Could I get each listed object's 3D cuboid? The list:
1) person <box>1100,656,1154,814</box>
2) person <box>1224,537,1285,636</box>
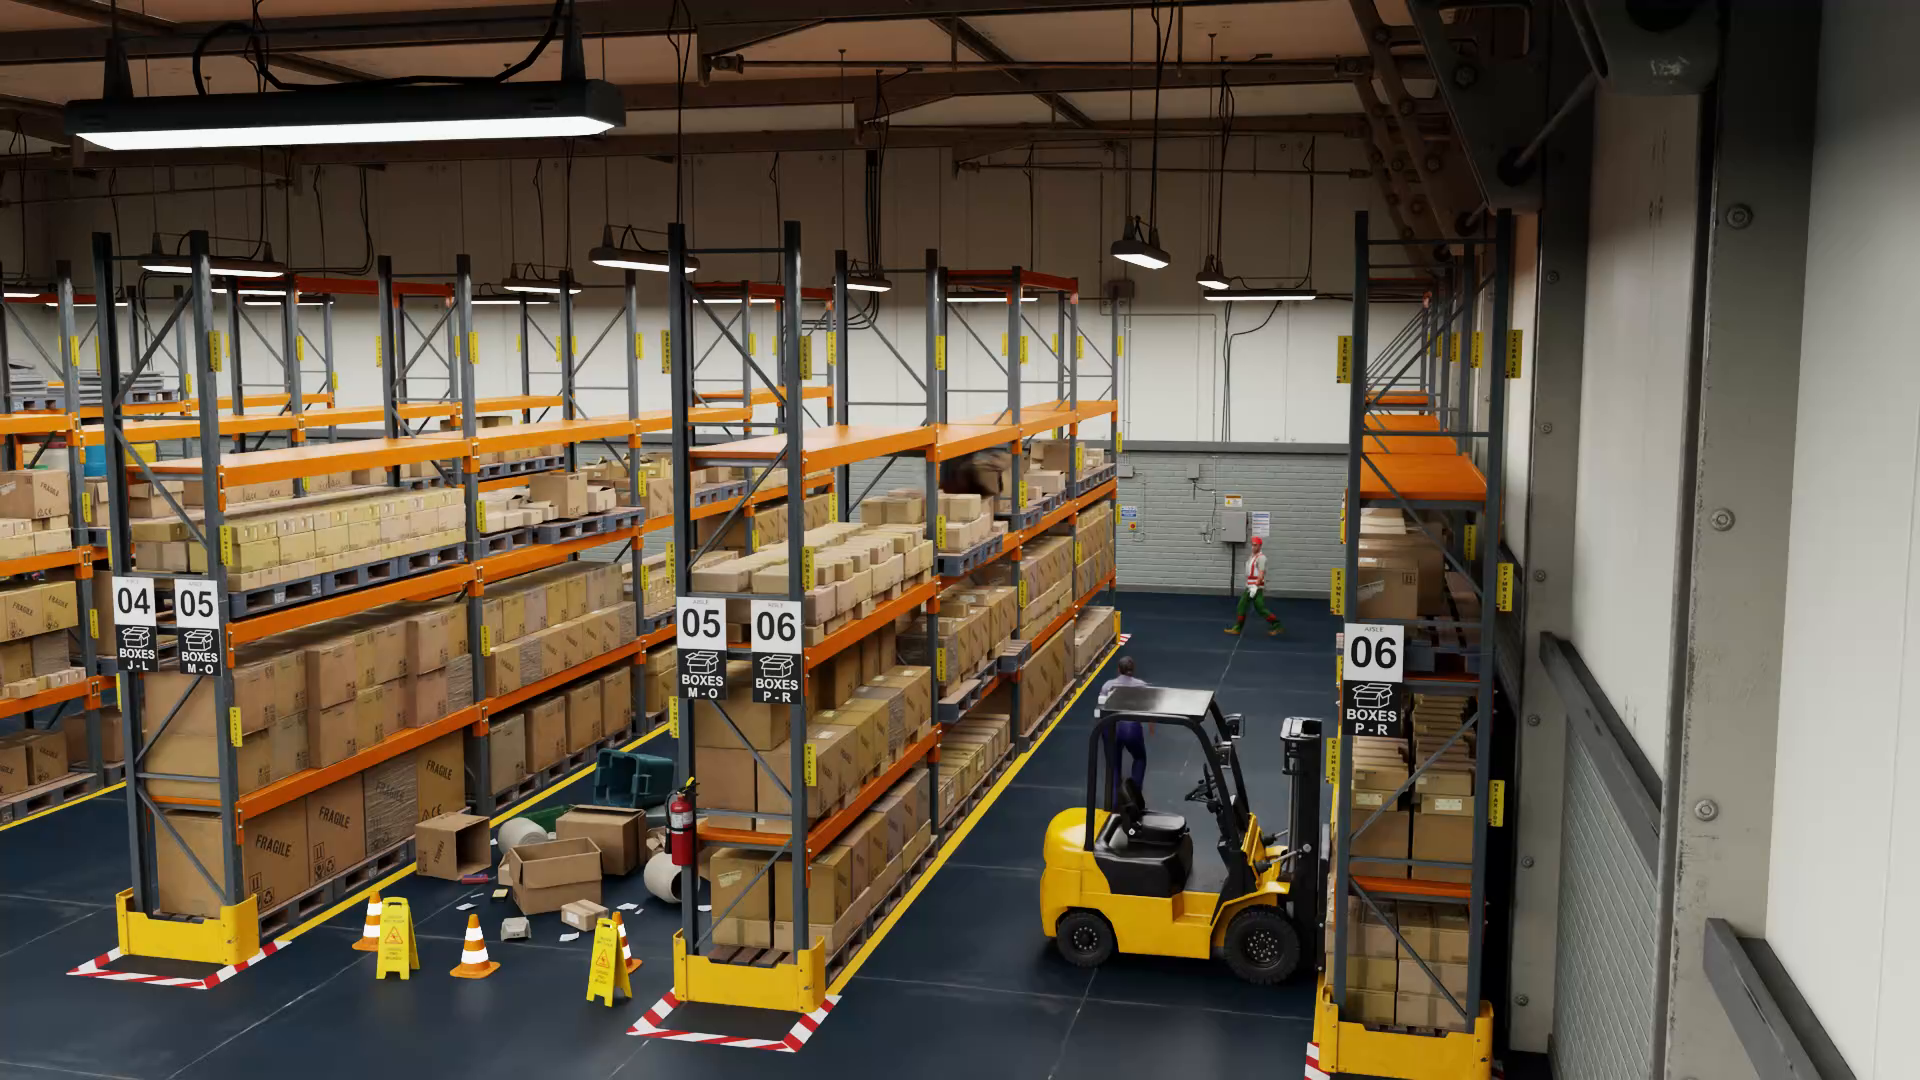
[{"bbox_3d":[1.753,2.039,17.187,0.654,1.711,0.598,2,7,18],"label":"person"},{"bbox_3d":[5.097,0.809,28.703,1.053,1.747,0.685,1,7,11],"label":"person"}]
